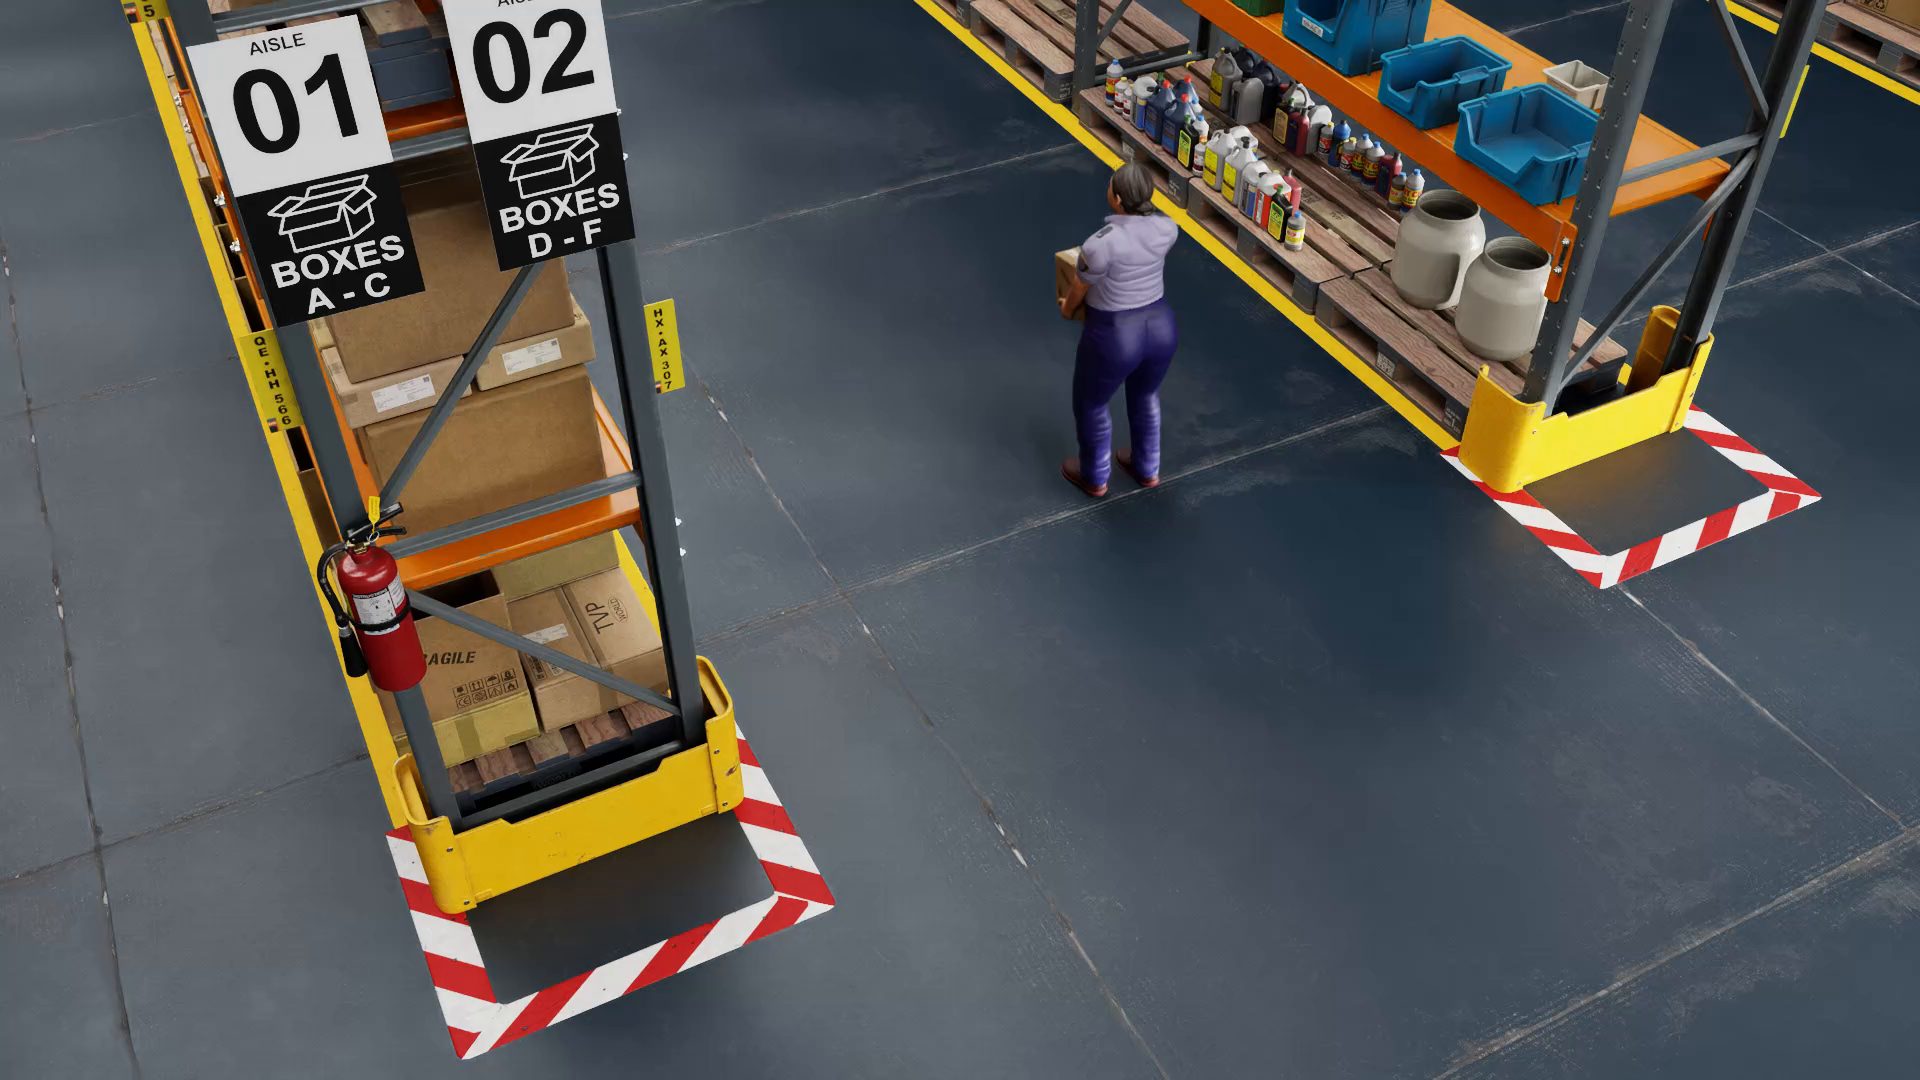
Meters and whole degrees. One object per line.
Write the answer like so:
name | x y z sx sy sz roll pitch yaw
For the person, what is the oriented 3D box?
person | 0.670 -0.921 7.218 0.435 1.646 0.534 -20 45 -21
